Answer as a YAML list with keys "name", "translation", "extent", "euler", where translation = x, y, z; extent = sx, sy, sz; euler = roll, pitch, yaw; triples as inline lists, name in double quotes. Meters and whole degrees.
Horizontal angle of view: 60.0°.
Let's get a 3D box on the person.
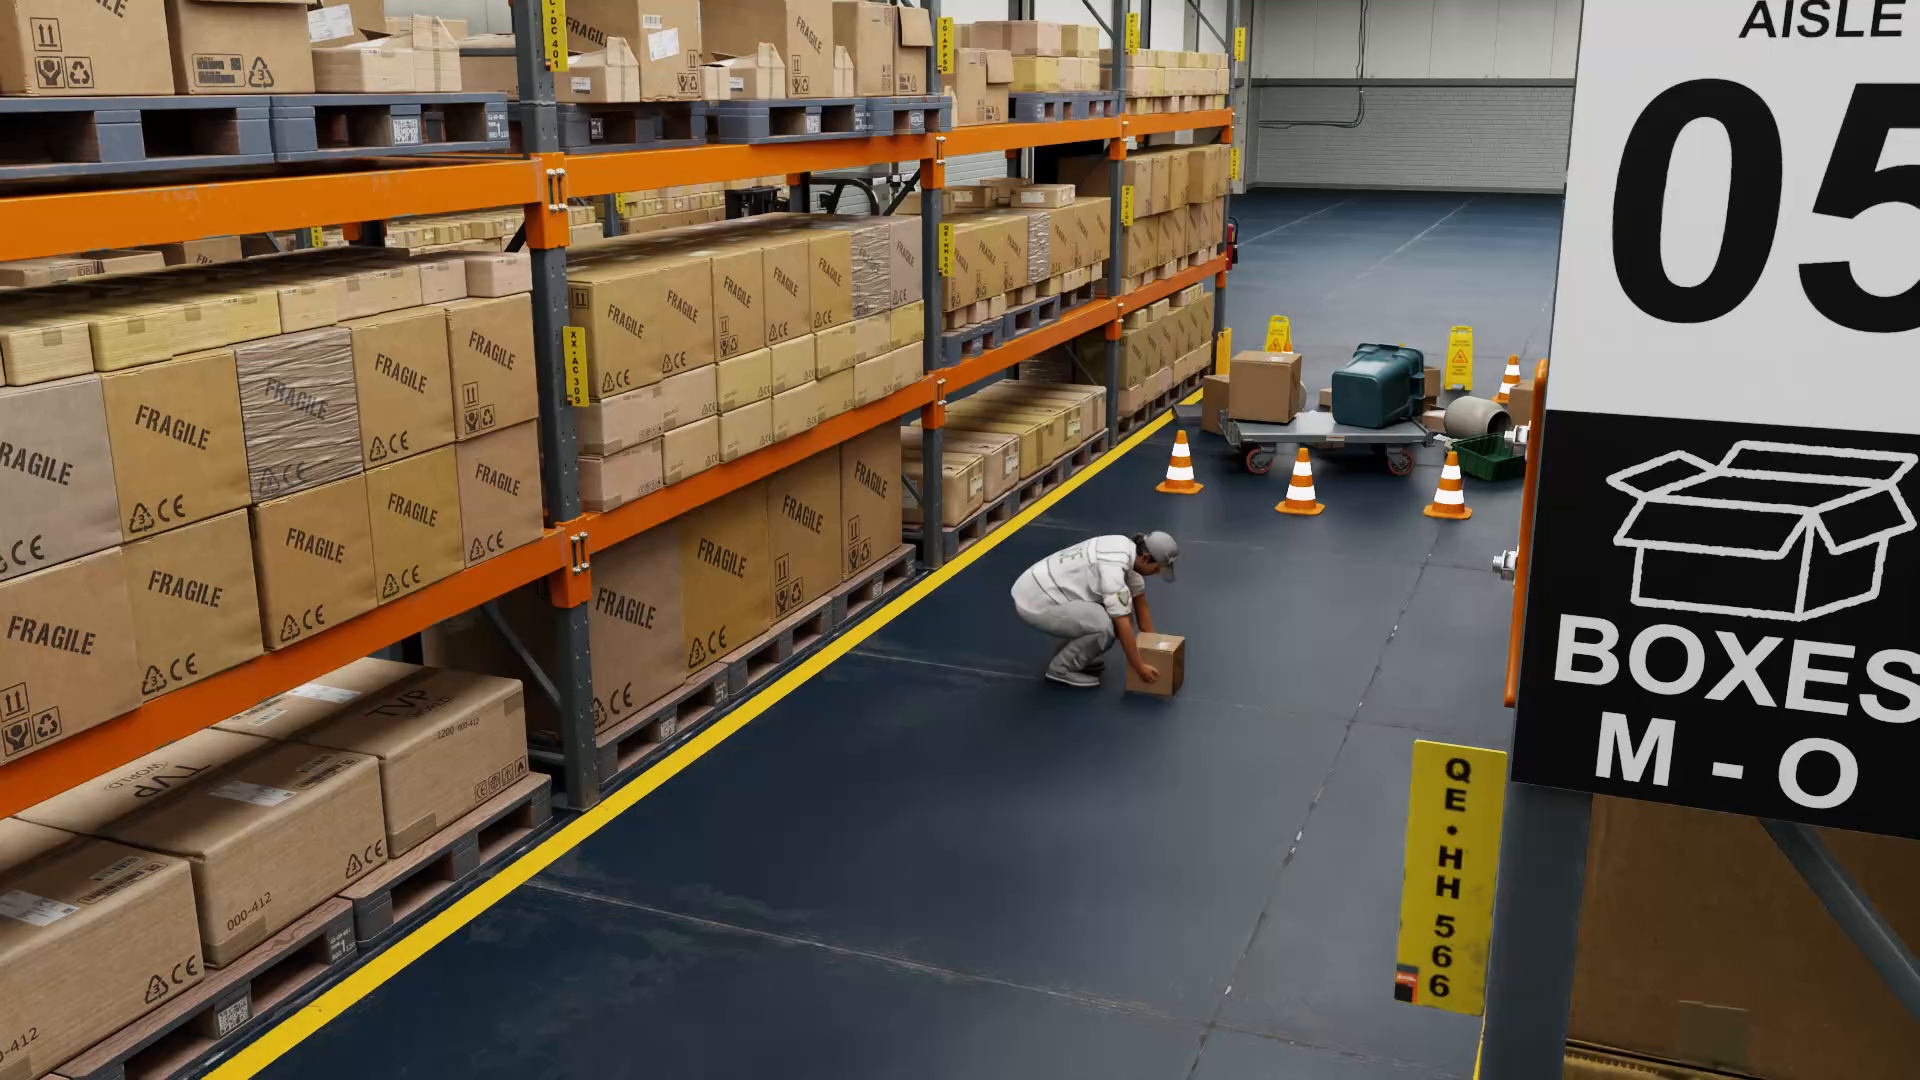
- name: "person"
  translation: [0.717, 0.341, 8.860]
  extent: [0.867, 0.837, 0.517]
  euler: [6, 17, 21]
